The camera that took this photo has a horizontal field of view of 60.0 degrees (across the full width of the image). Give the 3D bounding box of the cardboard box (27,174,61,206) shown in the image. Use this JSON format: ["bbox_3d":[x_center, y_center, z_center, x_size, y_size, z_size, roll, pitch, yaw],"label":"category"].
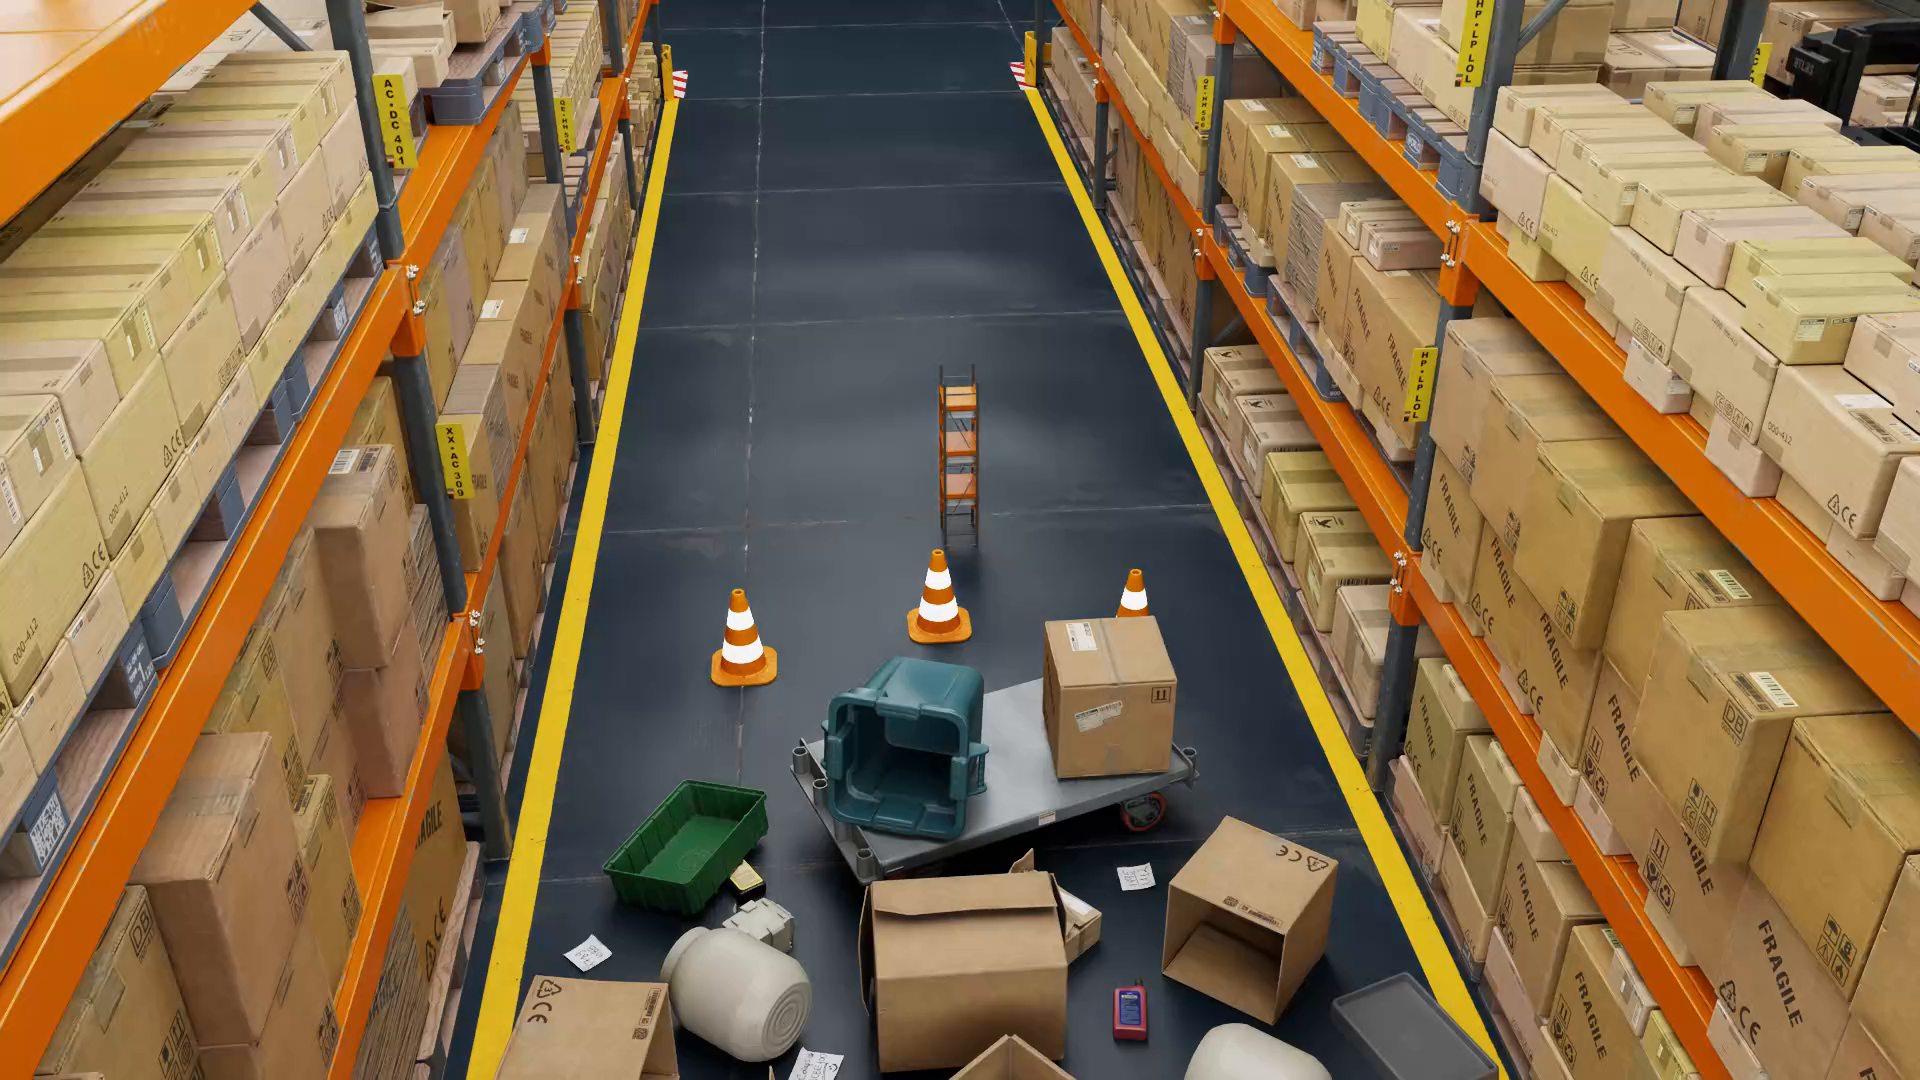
[{"bbox_3d":[-2.731,-1.024,4.575,0.380,0.149,0.250,-3,31,-5],"label":"cardboard box"}]

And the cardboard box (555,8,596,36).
[{"bbox_3d":[-2.989,-3.949,12.692,0.380,0.149,0.250,-4,31,-6],"label":"cardboard box"}]

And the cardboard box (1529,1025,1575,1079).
[{"bbox_3d":[2.355,1.952,5.828,0.500,0.250,0.500,-4,31,-6],"label":"cardboard box"}]

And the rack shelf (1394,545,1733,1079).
[{"bbox_3d":[2.607,1.171,5.565,1.077,0.370,4.000,-3,31,-5],"label":"rack shelf"}]

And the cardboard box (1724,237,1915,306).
[{"bbox_3d":[2.352,-0.715,4.563,0.380,0.149,0.250,-2,31,-4],"label":"cardboard box"}]

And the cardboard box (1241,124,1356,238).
[{"bbox_3d":[1.914,-2.045,9.452,0.500,0.500,0.500,-1,31,-2],"label":"cardboard box"}]

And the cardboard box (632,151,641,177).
[{"bbox_3d":[-2.962,-3.239,14.328,0.380,0.149,0.250,-1,31,-2],"label":"cardboard box"}]

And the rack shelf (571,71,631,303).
[{"bbox_3d":[-3.059,-2.624,11.920,1.077,0.370,4.000,-3,31,-5],"label":"rack shelf"}]

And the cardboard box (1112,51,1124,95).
[{"bbox_3d":[1.501,-3.677,13.127,0.500,0.250,0.500,-3,31,-6],"label":"cardboard box"}]

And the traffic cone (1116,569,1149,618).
[{"bbox_3d":[0.910,0.365,8.688,0.336,0.463,0.334,-3,31,-5],"label":"traffic cone"}]

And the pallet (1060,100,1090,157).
[{"bbox_3d":[1.562,-4.062,16.345,1.003,0.211,1.213,-3,31,-5],"label":"pallet"}]

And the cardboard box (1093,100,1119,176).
[{"bbox_3d":[1.721,-3.649,15.023,0.875,0.438,0.875,-3,31,-5],"label":"cardboard box"}]

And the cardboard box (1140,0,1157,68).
[{"bbox_3d":[1.602,-3.698,11.944,0.500,0.500,0.500,-3,31,-5],"label":"cardboard box"}]

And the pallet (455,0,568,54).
[{"bbox_3d":[-2.760,-2.792,8.759,1.213,0.211,1.003,-1,31,-2],"label":"pallet"}]

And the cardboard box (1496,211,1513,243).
[{"bbox_3d":[2.203,-1.166,6.096,0.380,0.149,0.250,-3,31,-5],"label":"cardboard box"}]

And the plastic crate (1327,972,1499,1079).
[{"bbox_3d":[1.750,1.936,6.431,0.402,0.080,0.583,-14,33,-22],"label":"plastic crate"}]

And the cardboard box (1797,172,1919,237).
[{"bbox_3d":[2.780,-0.998,5.038,0.380,0.149,0.250,-3,31,-6],"label":"cardboard box"}]

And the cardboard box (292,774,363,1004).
[{"bbox_3d":[-2.296,1.080,4.870,0.875,0.550,0.500,-3,31,-5],"label":"cardboard box"}]

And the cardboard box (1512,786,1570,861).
[{"bbox_3d":[2.236,1.022,6.022,0.380,0.149,0.250,-1,31,-2],"label":"cardboard box"}]

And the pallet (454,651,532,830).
[{"bbox_3d":[-2.646,0.937,7.975,1.003,0.211,1.213,-3,31,-5],"label":"pallet"}]

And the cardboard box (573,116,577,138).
[{"bbox_3d":[-2.818,-2.771,11.299,0.380,0.149,0.250,-2,31,-3],"label":"cardboard box"}]

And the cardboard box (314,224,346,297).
[{"bbox_3d":[-2.097,-0.842,5.047,0.380,0.149,0.250,-2,31,-4],"label":"cardboard box"}]

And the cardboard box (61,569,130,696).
[{"bbox_3d":[-1.910,0.192,3.317,0.380,0.149,0.250,-3,31,-4],"label":"cardboard box"}]

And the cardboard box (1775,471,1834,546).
[{"bbox_3d":[2.390,-0.120,4.346,0.380,0.149,0.250,-4,31,-6],"label":"cardboard box"}]

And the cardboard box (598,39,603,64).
[{"bbox_3d":[-3.012,-3.833,13.078,0.380,0.149,0.250,-3,31,-6],"label":"cardboard box"}]

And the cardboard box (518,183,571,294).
[{"bbox_3d":[-2.563,-1.738,9.637,0.500,0.500,0.500,-3,31,-5],"label":"cardboard box"}]

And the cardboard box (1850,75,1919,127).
[{"bbox_3d":[6.567,-3.079,11.717,0.500,0.250,0.500,-4,31,-7],"label":"cardboard box"}]

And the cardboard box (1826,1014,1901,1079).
[{"bbox_3d":[2.469,1.449,4.011,0.500,0.500,0.500,-3,31,-5],"label":"cardboard box"}]

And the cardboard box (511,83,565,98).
[{"bbox_3d":[-2.793,-2.883,10.907,0.380,0.149,0.250,-4,31,-7],"label":"cardboard box"}]

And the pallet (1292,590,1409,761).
[{"bbox_3d":[2.346,0.641,8.471,1.003,0.211,1.213,-3,31,-5],"label":"pallet"}]

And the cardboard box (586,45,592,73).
[{"bbox_3d":[-2.936,-3.560,12.330,0.380,0.149,0.250,-4,31,-6],"label":"cardboard box"}]

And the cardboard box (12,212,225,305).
[{"bbox_3d":[-2.005,-0.668,3.979,0.380,0.149,0.250,-2,31,-4],"label":"cardboard box"}]

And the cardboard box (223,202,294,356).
[{"bbox_3d":[-2.106,-0.691,4.407,0.500,0.250,0.500,-3,31,-5],"label":"cardboard box"}]

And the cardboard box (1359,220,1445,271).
[{"bbox_3d":[2.075,-1.364,7.679,0.380,0.149,0.250,-4,31,-6],"label":"cardboard box"}]

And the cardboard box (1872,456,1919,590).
[{"bbox_3d":[2.445,0.027,3.711,0.500,0.250,0.500,-3,31,-5],"label":"cardboard box"}]

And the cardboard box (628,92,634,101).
[{"bbox_3d":[-3.209,-4.023,15.351,0.380,0.149,0.250,-4,31,-7],"label":"cardboard box"}]

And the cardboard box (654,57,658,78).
[{"bbox_3d":[-3.287,-4.825,16.983,0.380,0.149,0.250,-4,31,-6],"label":"cardboard box"}]

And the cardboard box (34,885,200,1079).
[{"bbox_3d":[-2.264,1.177,3.655,0.875,0.550,0.550,-3,31,-5],"label":"cardboard box"}]

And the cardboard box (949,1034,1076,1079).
[{"bbox_3d":[0.109,2.180,5.610,0.637,0.503,0.797,27,40,37],"label":"cardboard box"}]

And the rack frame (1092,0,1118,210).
[{"bbox_3d":[1.673,-4.243,13.928,1.000,3.000,0.127,-3,31,-5],"label":"rack frame"}]

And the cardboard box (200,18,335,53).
[{"bbox_3d":[-2.833,-1.936,6.781,0.500,0.250,0.500,-3,31,-5],"label":"cardboard box"}]

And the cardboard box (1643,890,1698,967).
[{"bbox_3d":[2.357,1.161,5.126,0.380,0.149,0.250,-3,31,-5],"label":"cardboard box"}]

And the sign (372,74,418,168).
[{"bbox_3d":[-1.946,-1.441,5.731,0.100,0.325,0.005,-3,31,-5],"label":"sign"}]

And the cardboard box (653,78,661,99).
[{"bbox_3d":[-3.238,-4.568,16.842,0.380,0.149,0.250,-2,31,-3],"label":"cardboard box"}]

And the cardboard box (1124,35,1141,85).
[{"bbox_3d":[1.530,-3.631,12.563,0.500,0.250,0.500,-2,31,-4],"label":"cardboard box"}]

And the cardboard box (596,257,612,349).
[{"bbox_3d":[-2.735,-1.649,11.614,0.500,0.500,0.500,-2,31,-4],"label":"cardboard box"}]

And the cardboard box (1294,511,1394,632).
[{"bbox_3d":[2.298,0.155,8.719,0.950,0.372,0.625,-1,31,-1],"label":"cardboard box"}]

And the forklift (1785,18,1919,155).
[{"bbox_3d":[4.824,-1.069,8.682,1.130,2.935,3.031,-3,31,-5],"label":"forklift"}]

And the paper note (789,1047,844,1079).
[{"bbox_3d":[-0.550,2.014,6.356,0.172,0.023,0.155,8,32,13],"label":"paper note"}]

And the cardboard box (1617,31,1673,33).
[{"bbox_3d":[2.716,-2.139,7.217,0.500,0.250,0.500,-3,31,-5],"label":"cardboard box"}]

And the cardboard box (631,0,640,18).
[{"bbox_3d":[-3.106,-4.901,14.642,0.500,0.500,0.500,-3,31,-6],"label":"cardboard box"}]

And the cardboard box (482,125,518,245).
[{"bbox_3d":[-2.792,-1.896,8.927,0.700,0.500,0.500,-3,31,-5],"label":"cardboard box"}]

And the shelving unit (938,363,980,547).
[{"bbox_3d":[-0.005,-0.478,9.527,0.215,1.050,0.252,-3,31,-5],"label":"shelving unit"}]

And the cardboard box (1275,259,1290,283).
[{"bbox_3d":[1.970,-1.550,9.255,0.380,0.149,0.250,-1,31,-2],"label":"cardboard box"}]
